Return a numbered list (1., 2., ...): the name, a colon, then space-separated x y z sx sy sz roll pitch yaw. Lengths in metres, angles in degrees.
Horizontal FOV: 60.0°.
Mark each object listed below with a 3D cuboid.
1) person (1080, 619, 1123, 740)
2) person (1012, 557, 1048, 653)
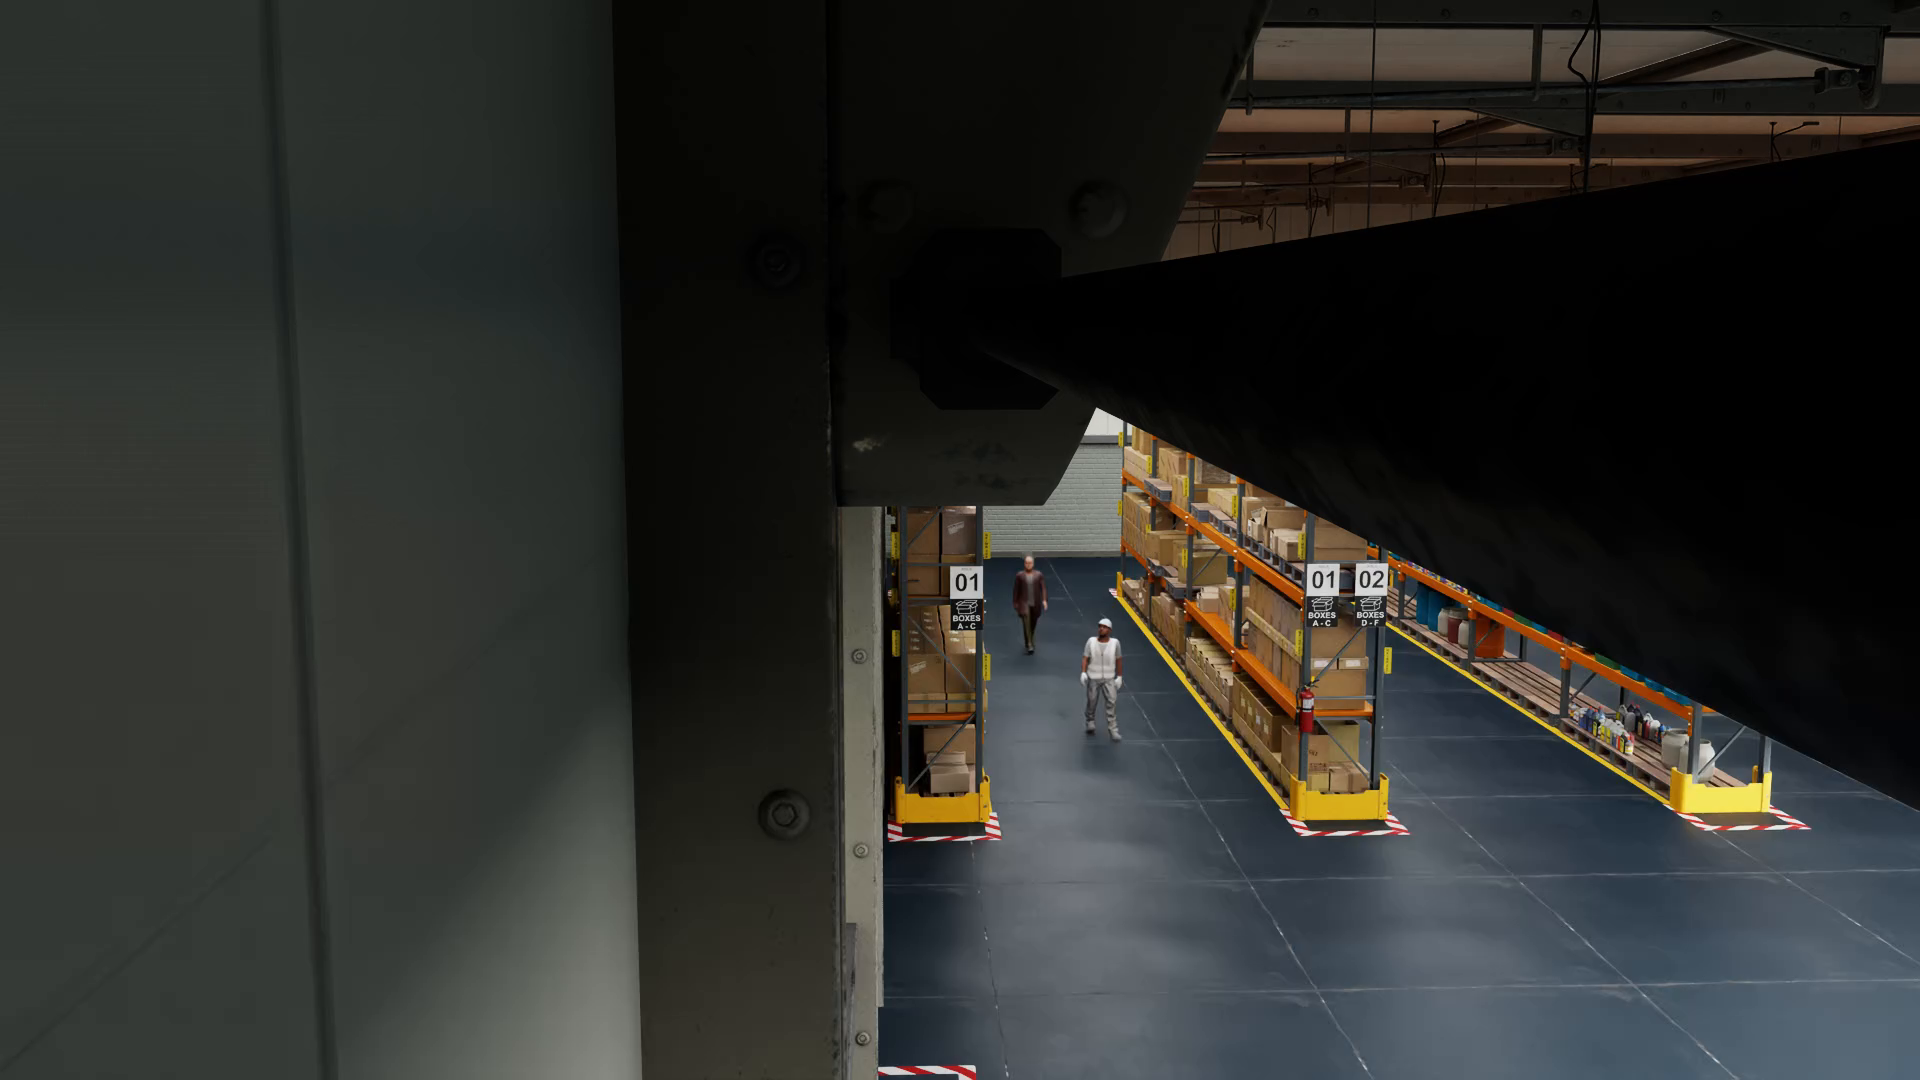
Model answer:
1. person: 2.085 2.036 24.459 0.666 1.722 1.009 -1 8 -9
2. person: 1.297 1.175 30.620 0.594 1.736 1.115 -2 8 -12
